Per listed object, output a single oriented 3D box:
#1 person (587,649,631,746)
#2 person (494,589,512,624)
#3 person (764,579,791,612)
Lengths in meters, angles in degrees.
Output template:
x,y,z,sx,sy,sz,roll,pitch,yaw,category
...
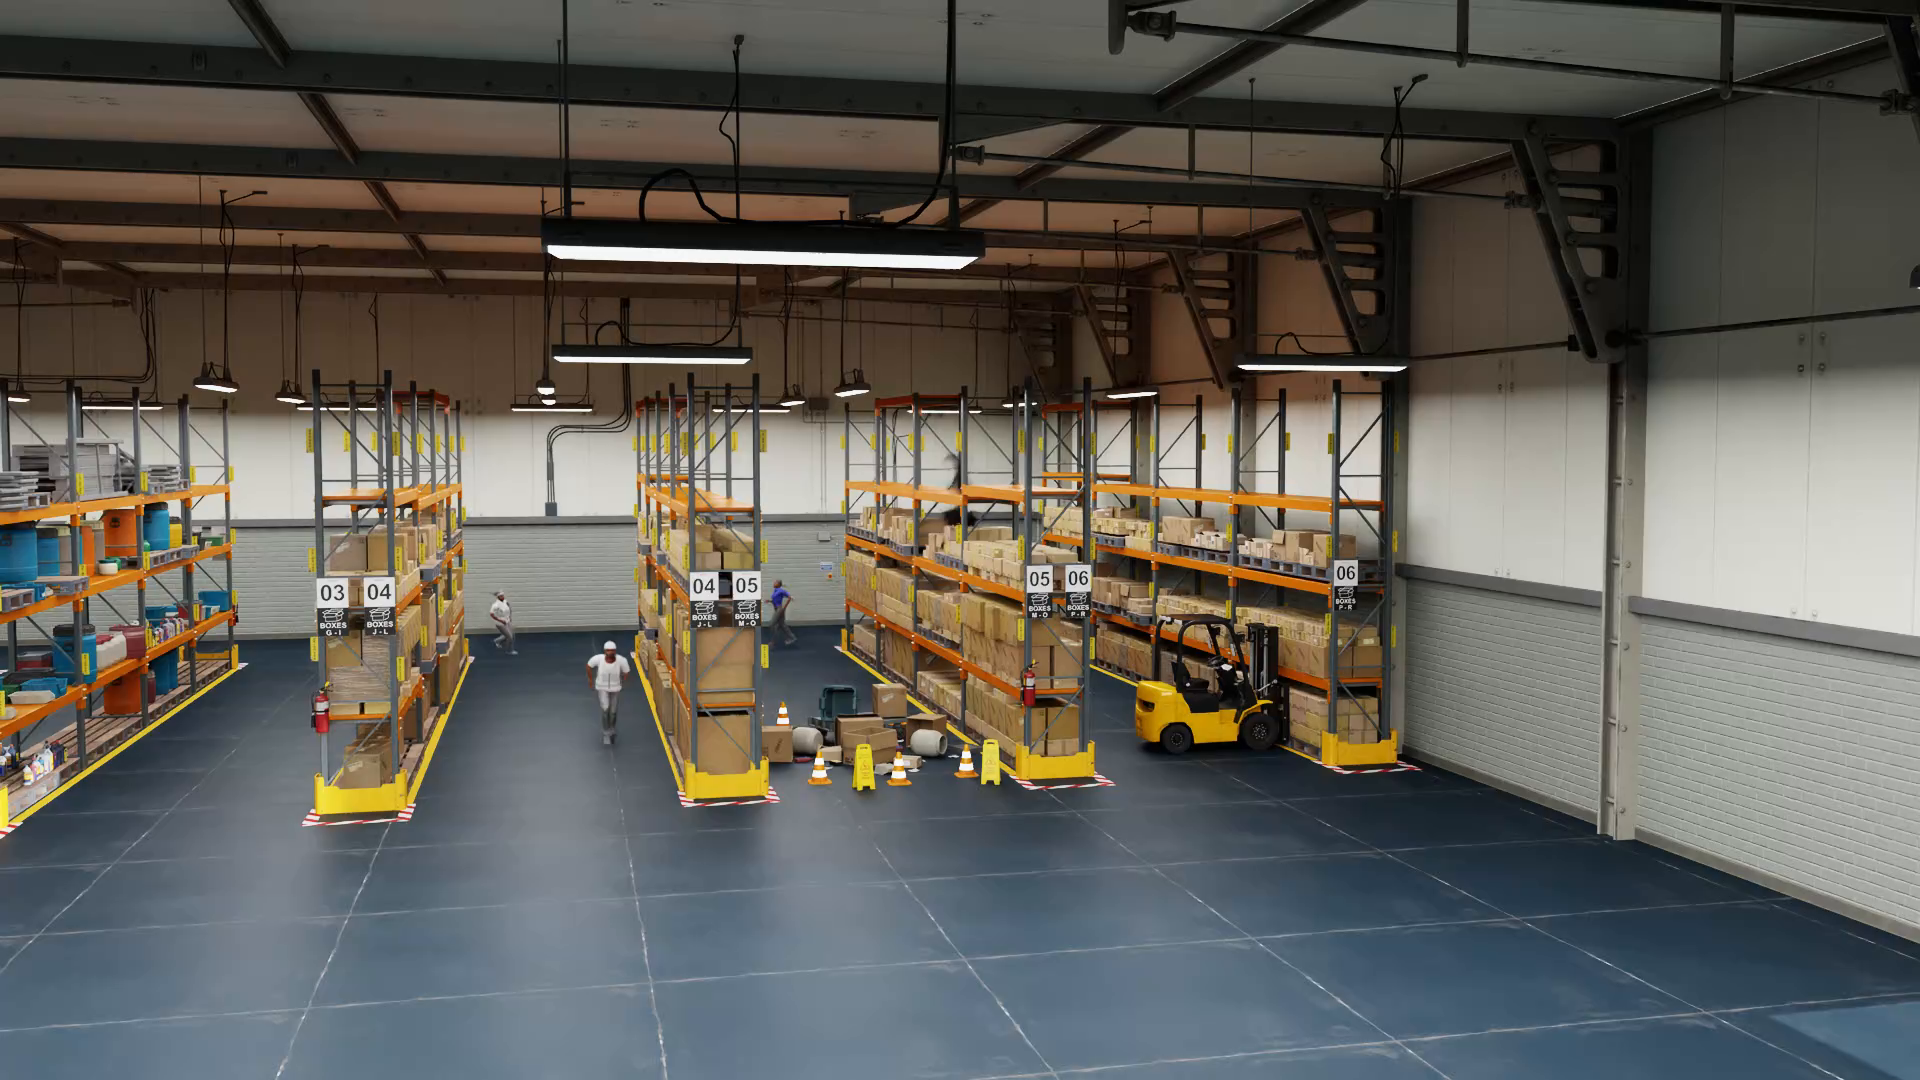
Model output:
x,y,z,sx,sy,sz,roll,pitch,yaw,category
-5.899,2.561,27.951,0.713,1.715,0.909,-1,3,-18,person
-10.788,1.568,39.270,0.324,0.828,0.474,1,3,17,person
-4.509,1.359,40.952,0.629,0.809,0.564,-1,3,-16,person
